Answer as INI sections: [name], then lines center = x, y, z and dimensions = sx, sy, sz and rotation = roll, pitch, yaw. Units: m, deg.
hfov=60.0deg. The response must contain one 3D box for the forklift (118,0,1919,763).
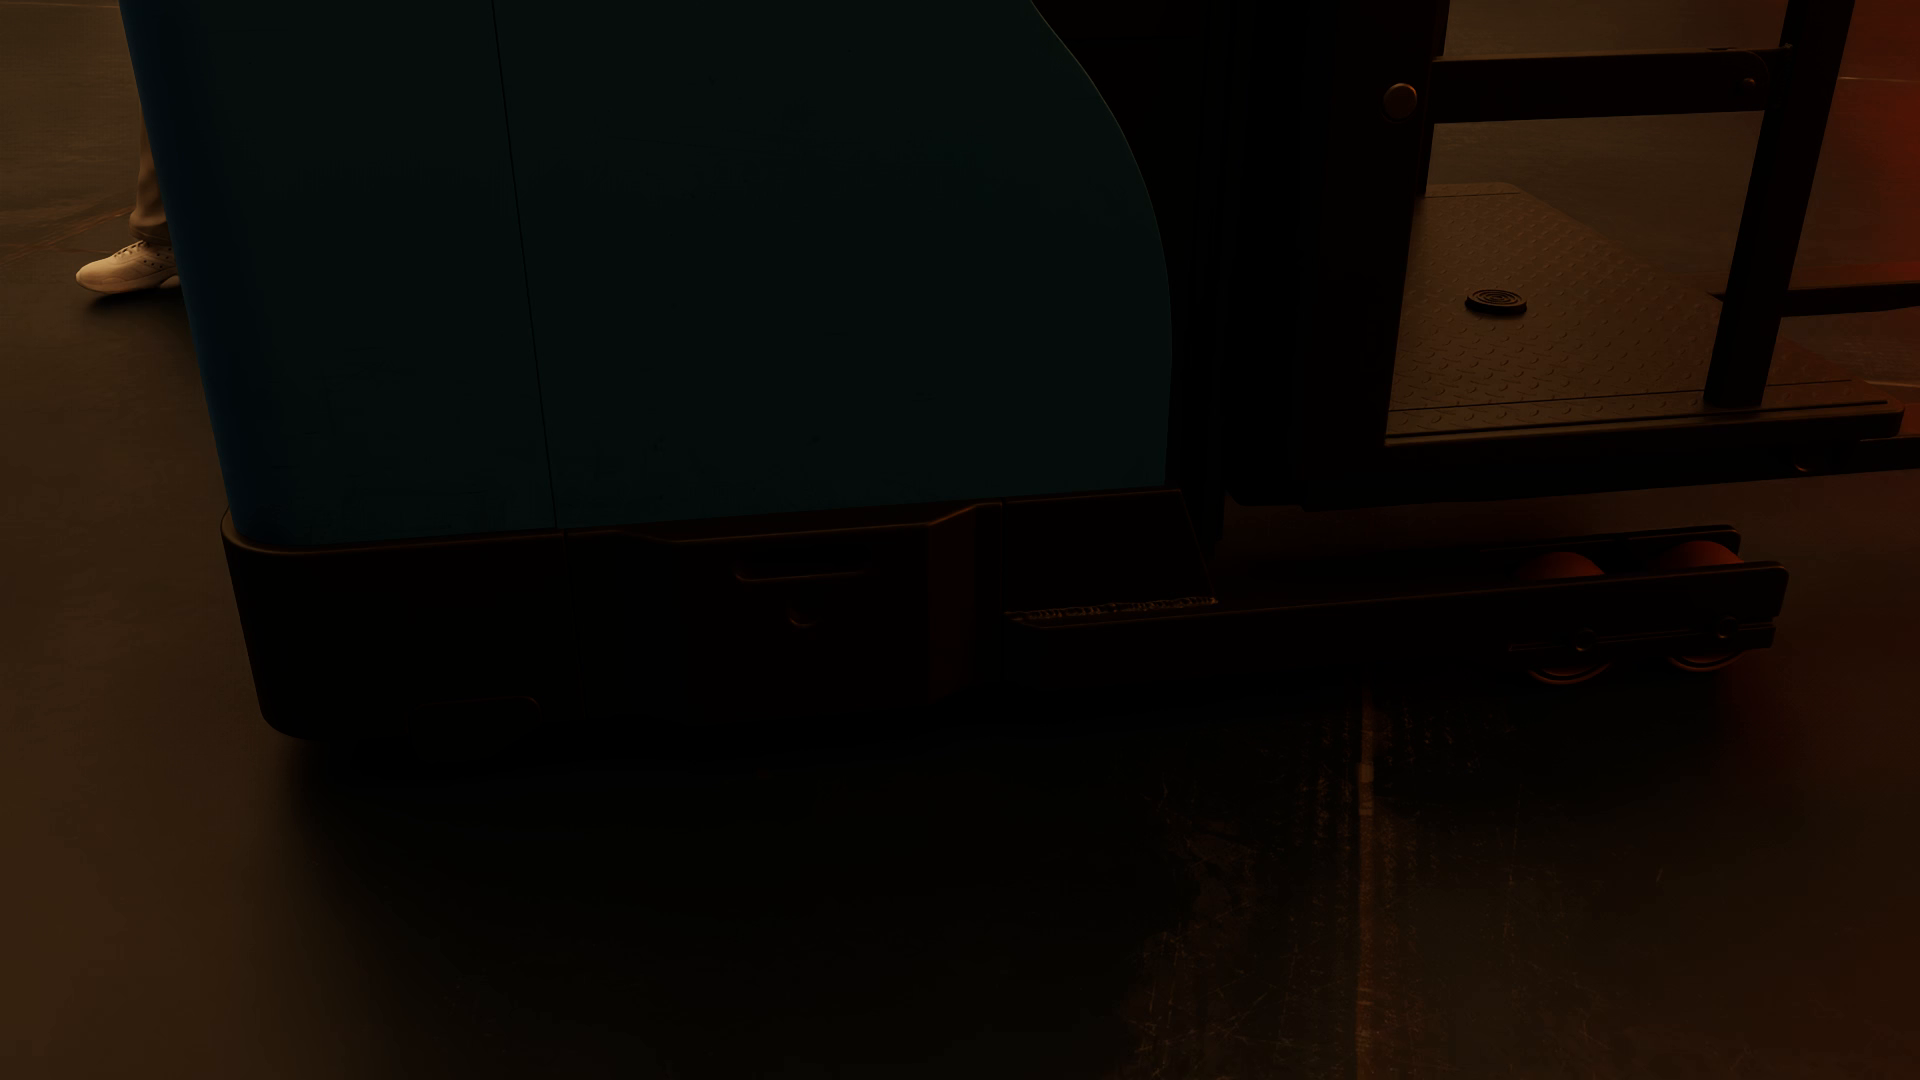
[forklift]
center = 0.600, -1.354, 1.930
dimensions = 3.031, 2.935, 1.130
rotation = -4, 27, -9

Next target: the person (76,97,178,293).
[person]
center = -1.493, -1.277, 3.155
dimensions = 0.550, 1.675, 0.533
rotation = 21, 34, 36
